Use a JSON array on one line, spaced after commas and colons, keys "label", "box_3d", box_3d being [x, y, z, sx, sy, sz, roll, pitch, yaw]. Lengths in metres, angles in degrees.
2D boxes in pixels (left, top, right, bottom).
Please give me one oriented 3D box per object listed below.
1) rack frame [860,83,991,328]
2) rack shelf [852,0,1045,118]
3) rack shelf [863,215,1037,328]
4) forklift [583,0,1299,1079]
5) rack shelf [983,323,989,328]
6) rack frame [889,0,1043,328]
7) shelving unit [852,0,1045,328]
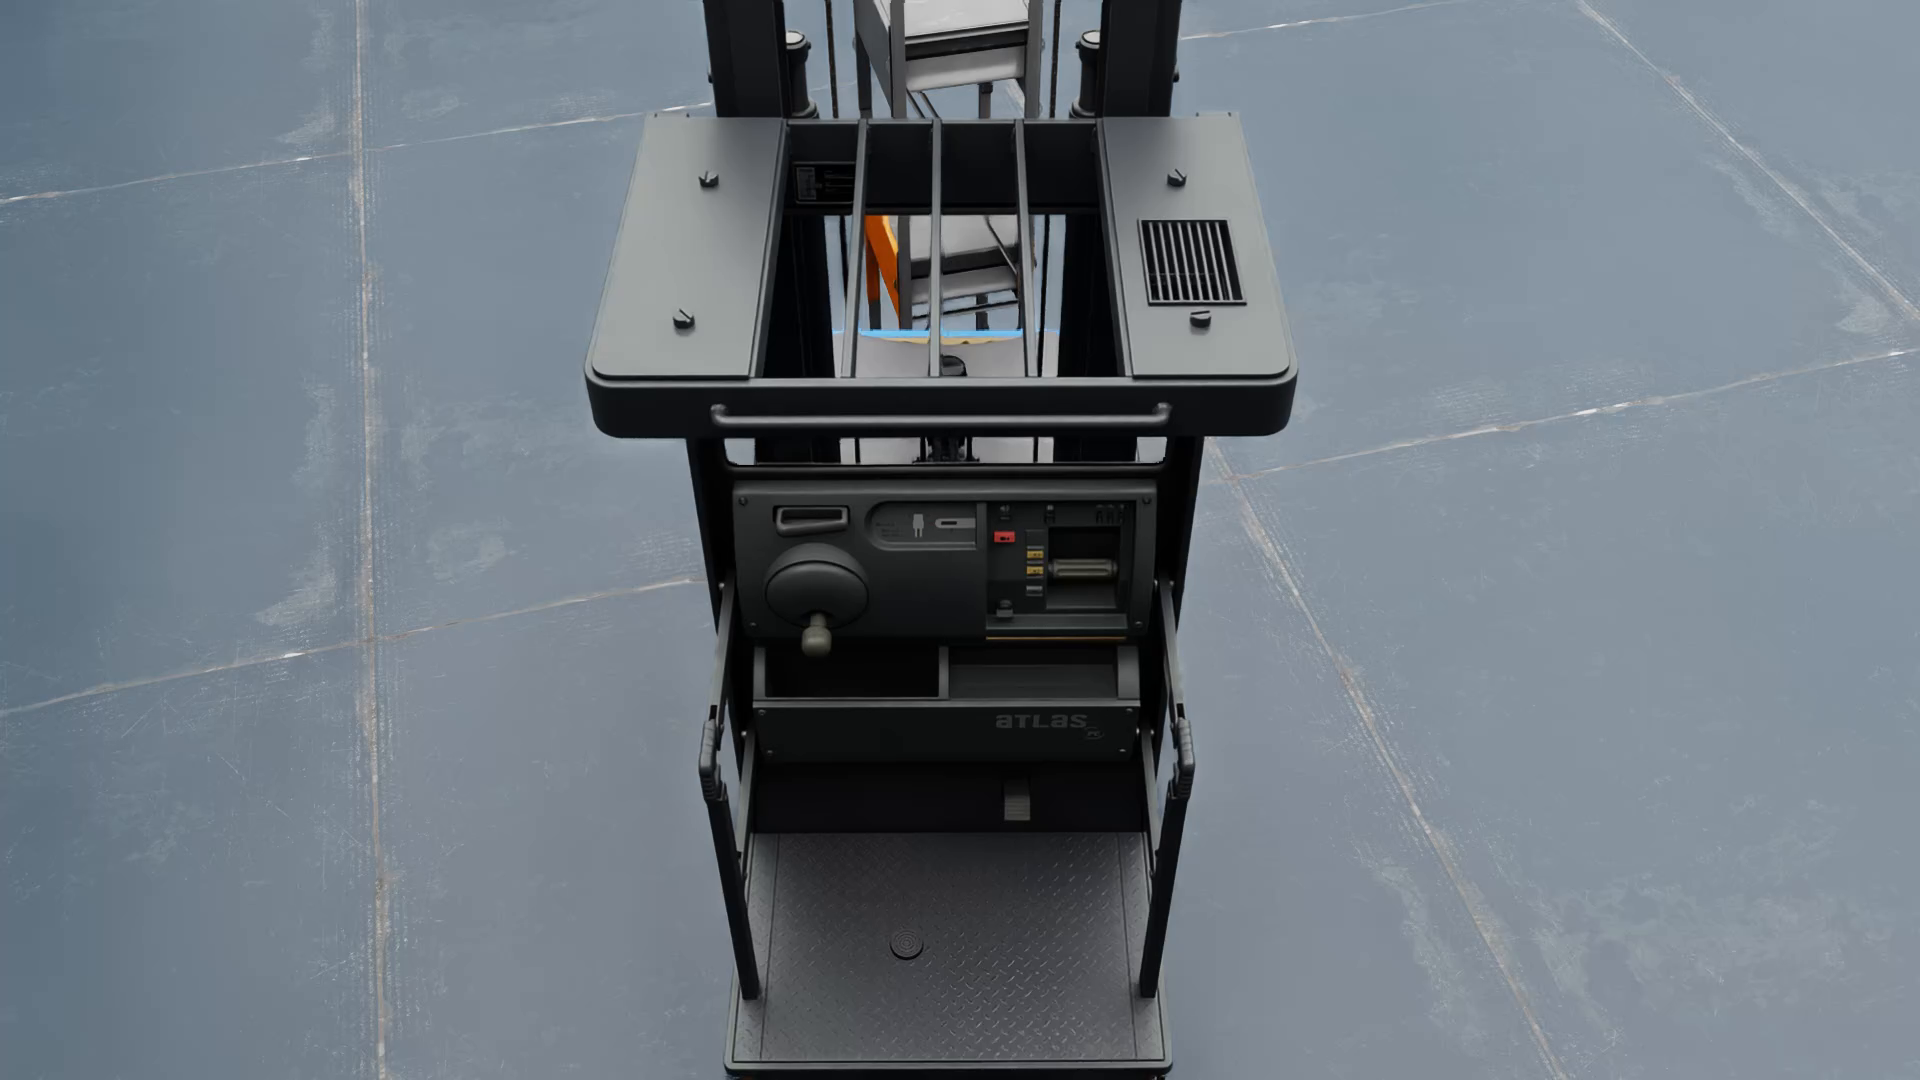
[{"label": "rack frame", "box_3d": [-0.103, -1.020, 5.278, 0.400, 2.100, 0.015, -10, 47, -10]}, {"label": "rack shelf", "box_3d": [-0.043, -1.331, 4.622, 0.431, 0.518, 0.480, -10, 47, -10]}, {"label": "rack shelf", "box_3d": [-0.042, -0.842, 5.123, 0.431, 0.518, 0.480, -10, 47, -10]}, {"label": "forklift", "box_3d": [-0.030, 0.156, 3.544, 1.130, 2.935, 3.031, 0, 46, 0]}, {"label": "rack shelf", "box_3d": [-0.042, -0.353, 5.624, 0.431, 0.518, 0.480, -10, 47, -10]}, {"label": "rack frame", "box_3d": [0.018, -0.682, 4.948, 0.400, 2.100, 0.015, -10, 47, -10]}, {"label": "shelving unit", "box_3d": [-0.042, -0.851, 5.113, 0.431, 2.100, 0.503, -10, 47, -10]}]
